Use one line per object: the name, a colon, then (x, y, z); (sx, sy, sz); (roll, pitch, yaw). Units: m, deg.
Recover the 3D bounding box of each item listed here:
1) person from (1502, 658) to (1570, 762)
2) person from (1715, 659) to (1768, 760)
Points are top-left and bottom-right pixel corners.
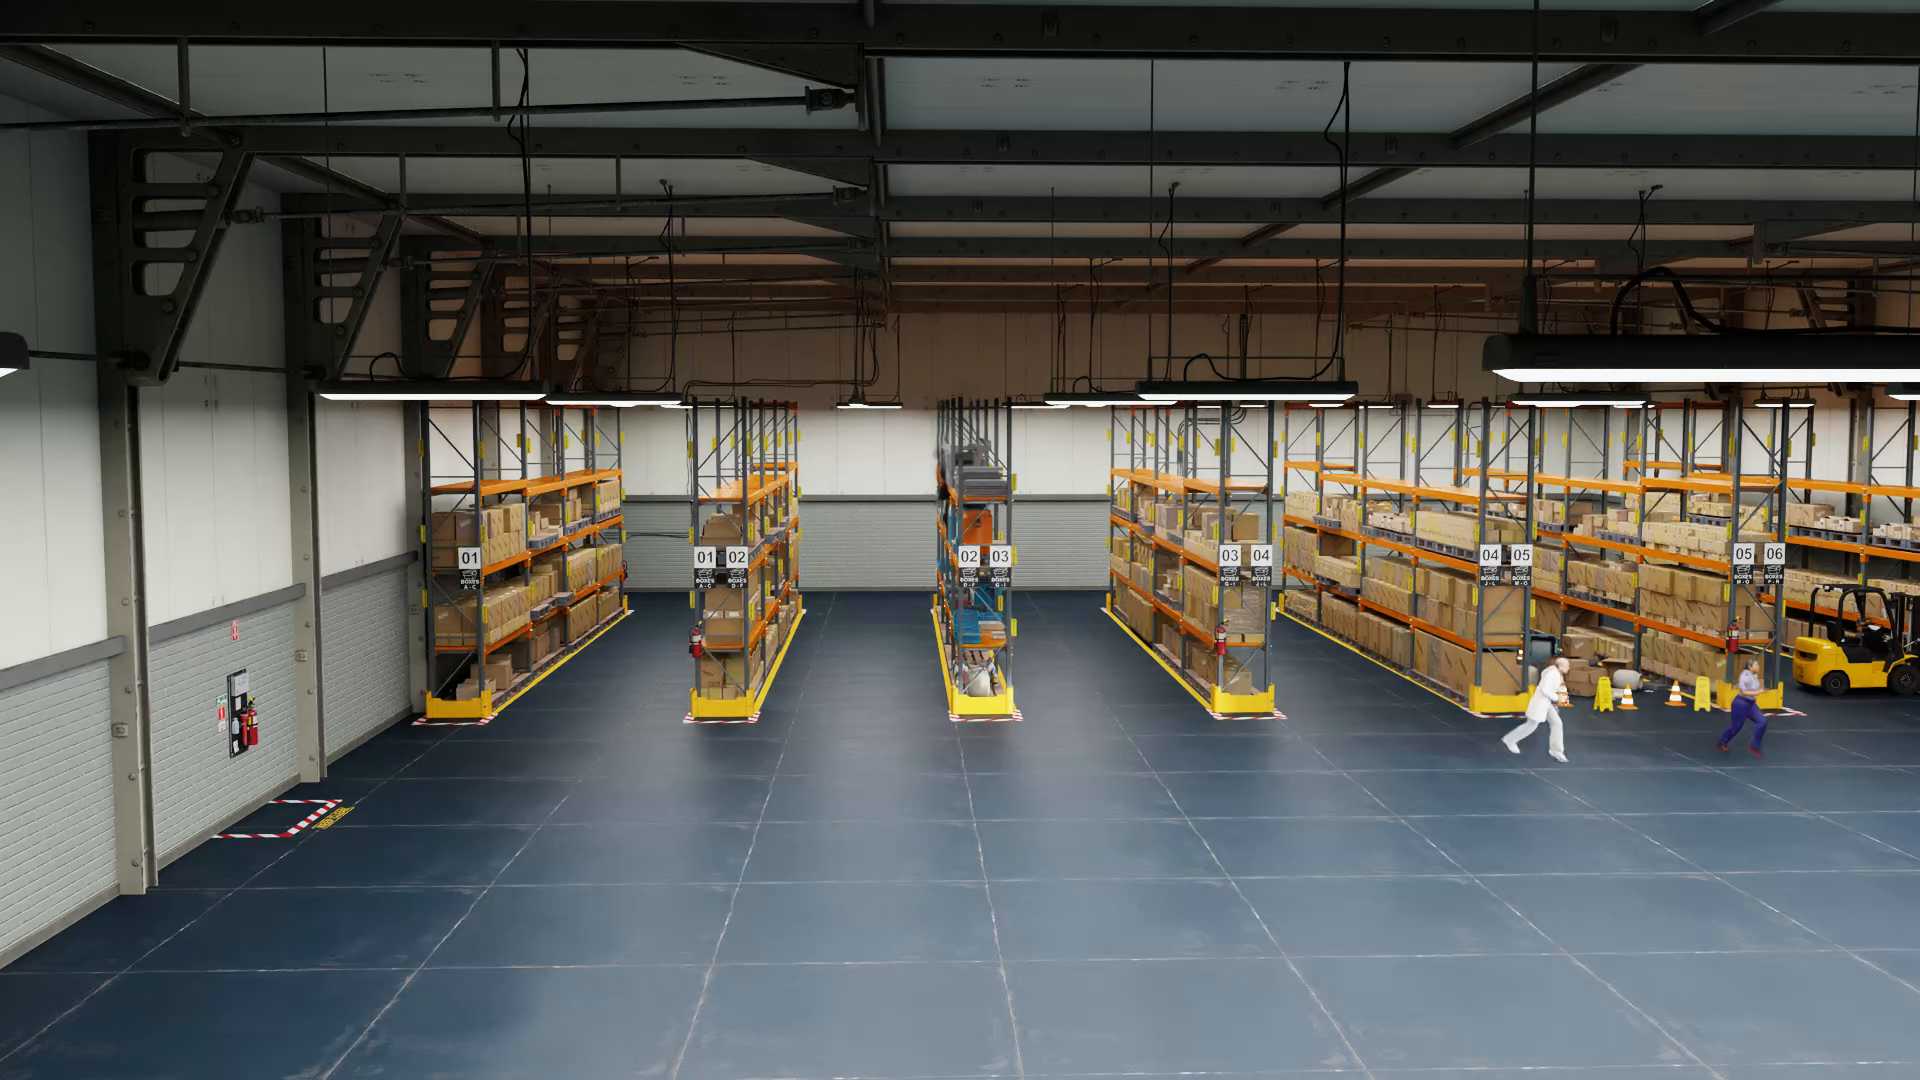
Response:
person: (9.524, 2.778, 27.460); (1.083, 1.743, 0.754); (2, 5, 29)
person: (12.971, 2.786, 27.569); (0.626, 1.685, 0.828); (-4, 6, -45)
